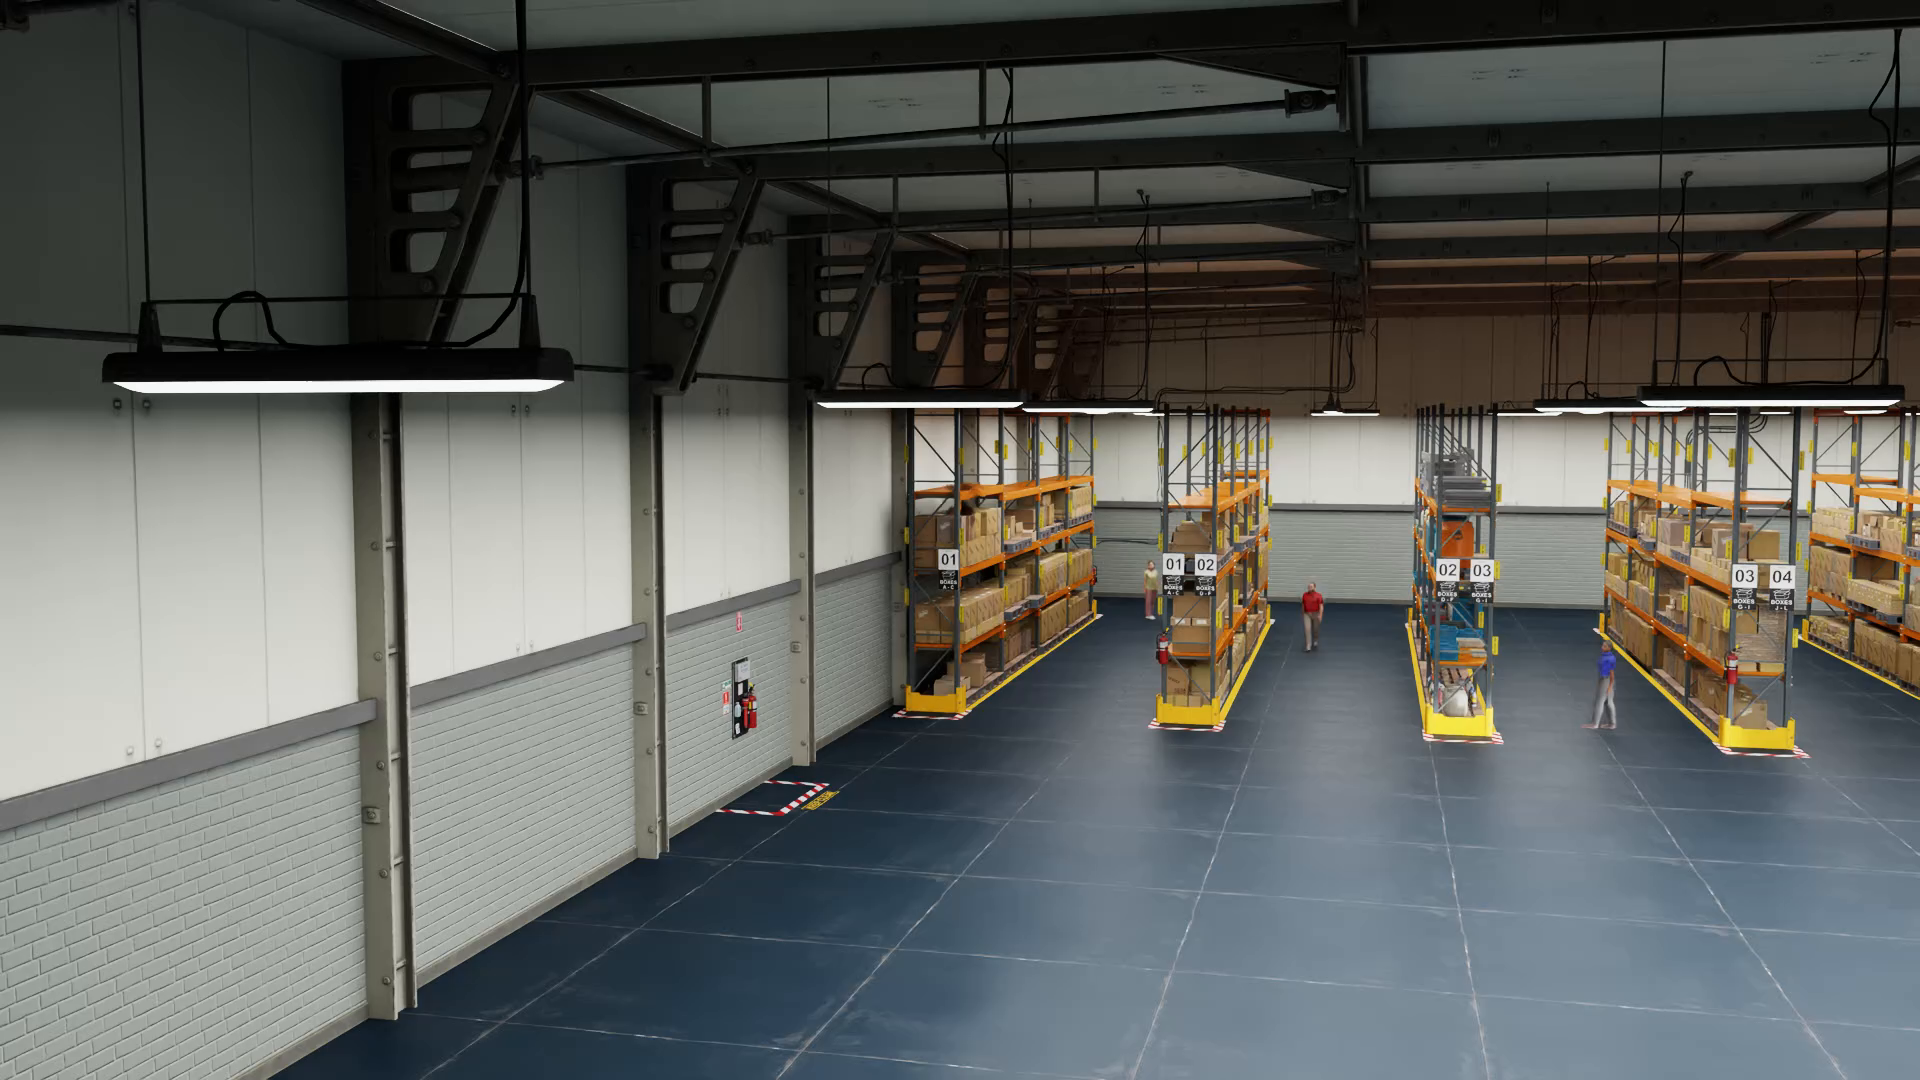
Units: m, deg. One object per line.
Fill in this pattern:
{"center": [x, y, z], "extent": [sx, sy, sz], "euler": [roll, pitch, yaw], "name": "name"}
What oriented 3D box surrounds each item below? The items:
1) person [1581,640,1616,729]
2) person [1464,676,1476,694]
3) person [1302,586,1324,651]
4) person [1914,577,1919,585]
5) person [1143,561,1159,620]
{"center": [11.808, 2.664, 30.701], "extent": [0.618, 1.650, 0.447], "euler": [2, 4, 20], "name": "person"}
{"center": [14.821, 1.182, 39.106], "extent": [24.638, 3.354, 17.348], "euler": [2, 5, 30], "name": "person"}
{"center": [19.090, 1.971, 40.591], "extent": [21.135, 1.597, 3.262], "euler": [1, 4, 9], "name": "person"}
{"center": [23.940, 1.807, 41.529], "extent": [0.382, 1.783, 0.627], "euler": [2, 5, 24], "name": "person"}
{"center": [5.515, 1.433, 47.609], "extent": [0.476, 1.672, 0.585], "euler": [-1, 4, -20], "name": "person"}
